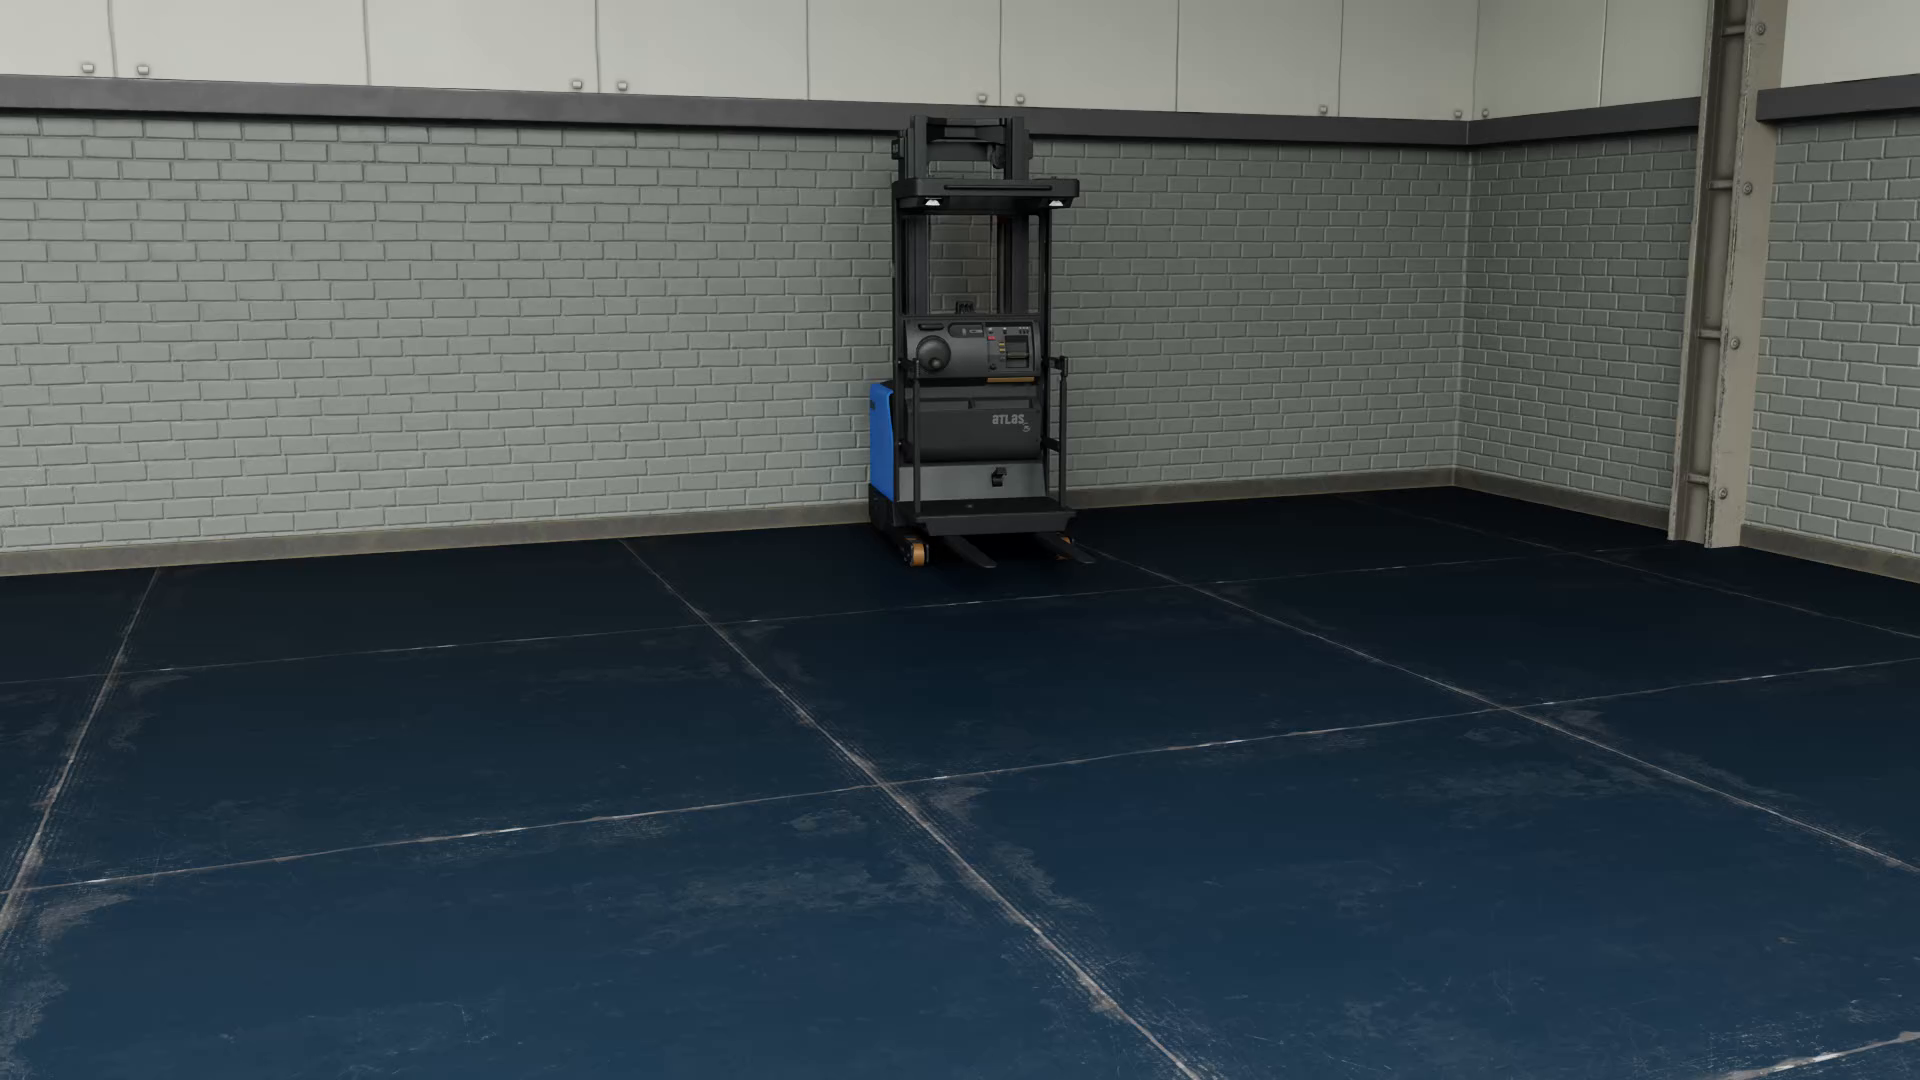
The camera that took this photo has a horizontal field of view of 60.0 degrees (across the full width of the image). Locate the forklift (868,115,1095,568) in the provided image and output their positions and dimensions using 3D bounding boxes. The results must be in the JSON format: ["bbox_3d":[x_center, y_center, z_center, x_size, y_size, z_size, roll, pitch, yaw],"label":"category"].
[{"bbox_3d":[0.140,-1.336,11.062,1.130,2.935,3.031,-2,10,-13],"label":"forklift"}]

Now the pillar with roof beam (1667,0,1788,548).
[{"bbox_3d":[1.287,-4.142,9.512,9.100,9.000,0.400,-4,11,-21],"label":"pillar with roof beam"}]
